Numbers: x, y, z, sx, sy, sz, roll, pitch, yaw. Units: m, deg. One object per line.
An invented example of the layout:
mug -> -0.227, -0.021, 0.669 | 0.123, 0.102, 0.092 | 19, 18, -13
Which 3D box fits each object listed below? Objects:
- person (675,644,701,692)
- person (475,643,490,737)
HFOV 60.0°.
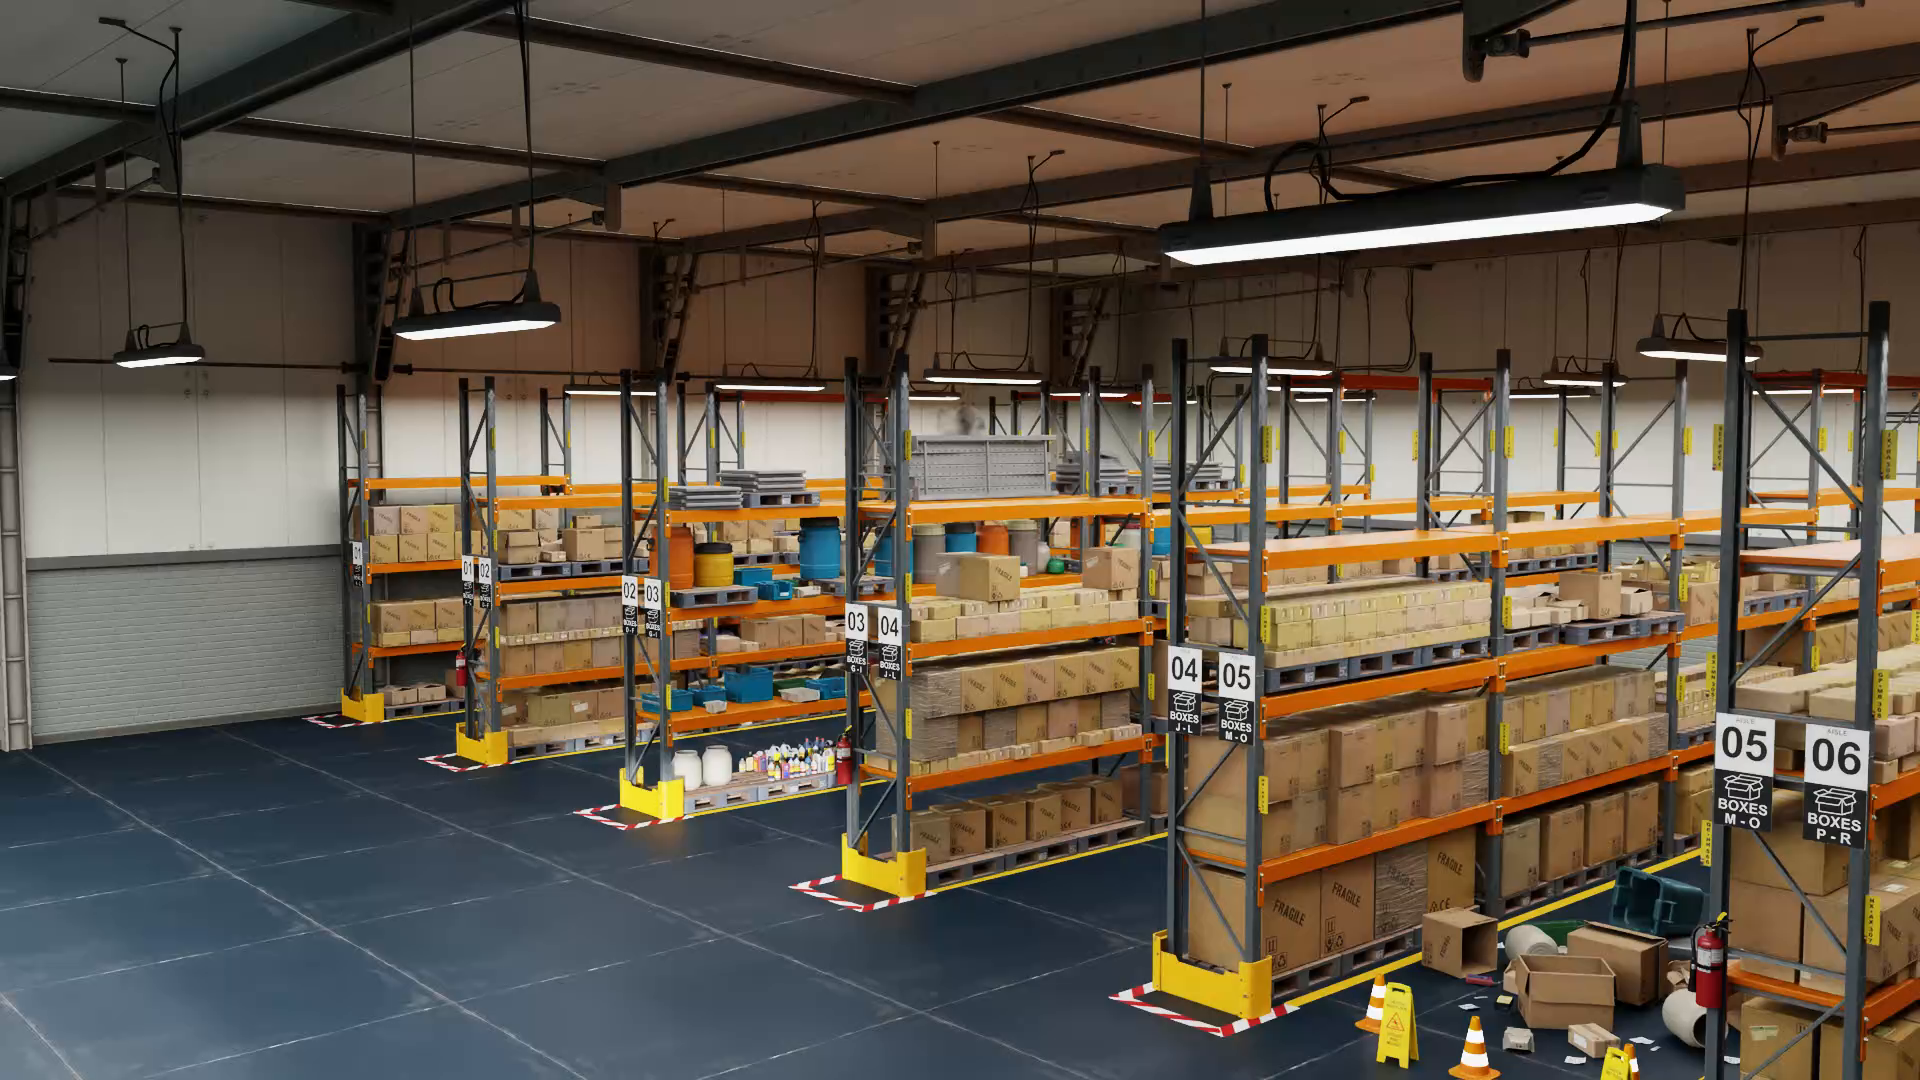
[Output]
person -> -5.179, 2.320, 30.939 | 0.558, 1.685, 0.667 | 3, 5, 38
person -> -7.986, 2.524, 28.132 | 0.538, 1.591, 0.839 | 3, 5, 35
